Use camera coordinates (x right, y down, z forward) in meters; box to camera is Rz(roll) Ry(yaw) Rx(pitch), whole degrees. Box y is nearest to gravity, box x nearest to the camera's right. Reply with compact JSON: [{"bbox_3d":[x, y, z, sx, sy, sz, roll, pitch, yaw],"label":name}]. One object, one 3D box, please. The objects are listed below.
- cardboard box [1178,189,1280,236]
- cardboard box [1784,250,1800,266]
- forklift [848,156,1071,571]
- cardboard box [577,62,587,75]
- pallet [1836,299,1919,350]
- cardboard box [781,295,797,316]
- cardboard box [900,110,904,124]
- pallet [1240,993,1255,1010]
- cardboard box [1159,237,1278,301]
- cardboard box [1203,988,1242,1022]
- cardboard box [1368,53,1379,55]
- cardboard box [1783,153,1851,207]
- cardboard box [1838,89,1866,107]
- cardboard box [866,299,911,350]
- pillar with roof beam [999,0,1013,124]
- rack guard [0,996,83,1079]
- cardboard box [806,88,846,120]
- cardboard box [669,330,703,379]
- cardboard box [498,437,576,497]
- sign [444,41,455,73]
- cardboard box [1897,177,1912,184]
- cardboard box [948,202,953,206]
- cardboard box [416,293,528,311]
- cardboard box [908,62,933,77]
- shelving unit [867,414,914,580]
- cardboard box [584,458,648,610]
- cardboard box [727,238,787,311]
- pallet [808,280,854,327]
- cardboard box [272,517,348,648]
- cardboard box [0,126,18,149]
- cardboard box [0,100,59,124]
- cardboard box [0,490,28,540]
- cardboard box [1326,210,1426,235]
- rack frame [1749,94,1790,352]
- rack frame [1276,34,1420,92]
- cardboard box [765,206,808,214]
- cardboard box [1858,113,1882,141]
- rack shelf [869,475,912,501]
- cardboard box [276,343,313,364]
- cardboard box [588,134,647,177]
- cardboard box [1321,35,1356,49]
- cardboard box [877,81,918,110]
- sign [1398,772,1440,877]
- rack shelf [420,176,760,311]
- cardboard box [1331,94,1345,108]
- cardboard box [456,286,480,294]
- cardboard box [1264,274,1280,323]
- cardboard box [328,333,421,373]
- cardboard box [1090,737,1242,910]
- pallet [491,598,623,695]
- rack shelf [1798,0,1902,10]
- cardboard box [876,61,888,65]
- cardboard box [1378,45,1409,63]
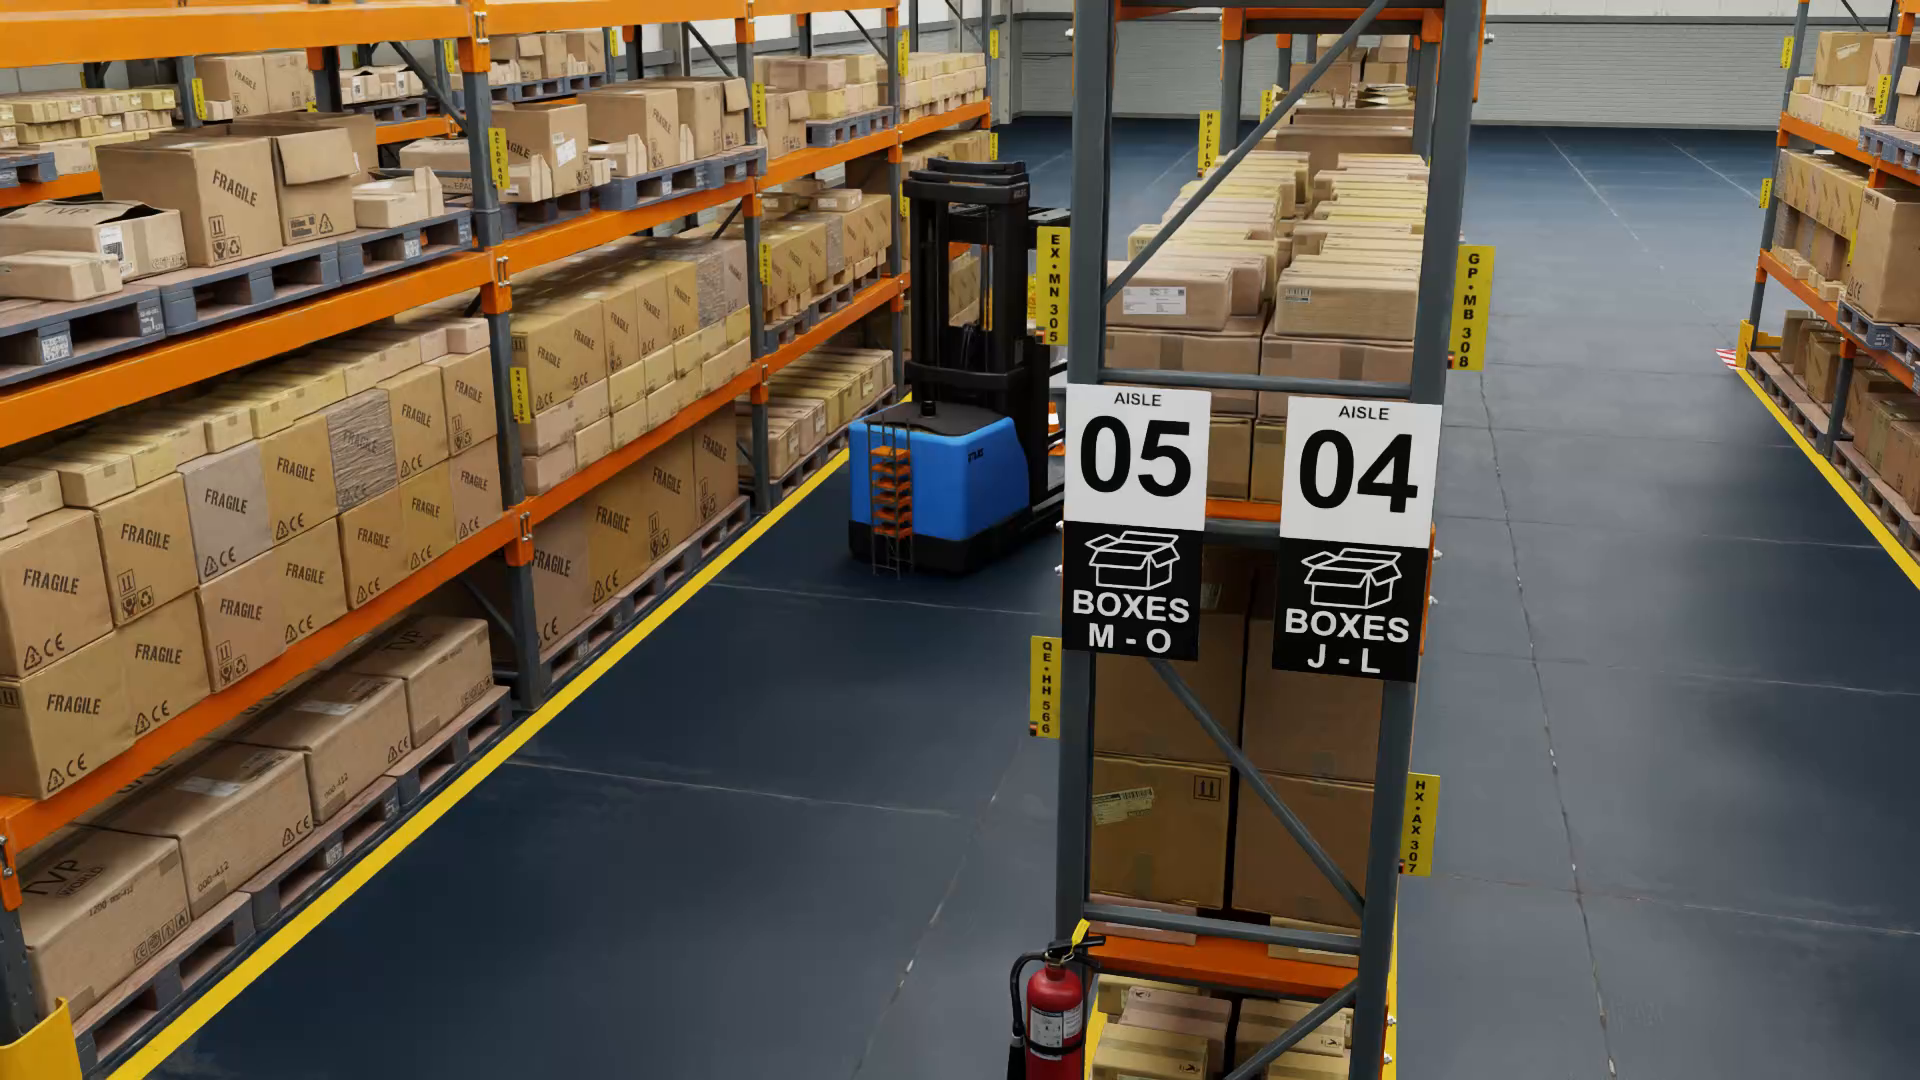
[{"bbox_3d":[1.046,-1.275,6.479,0.380,0.149,0.250,4,19,12],"label":"cardboard box"},{"bbox_3d":[8.990,-2.978,17.656,0.380,0.149,0.250,5,19,13],"label":"cardboard box"},{"bbox_3d":[0.335,-1.580,13.280,1.130,2.935,3.031,11,22,29],"label":"forklift"},{"bbox_3d":[-4.844,-5.838,20.583,0.380,0.149,0.250,4,19,12],"label":"cardboard box"},{"bbox_3d":[8.182,-1.829,14.199,1.003,0.211,1.213,5,19,13],"label":"pallet"},{"bbox_3d":[-1.604,-2.012,14.177,0.380,0.149,0.250,3,19,10],"label":"cardboard box"},{"bbox_3d":[-0.782,-4.311,16.915,0.380,0.149,0.250,4,19,13],"label":"cardboard box"},{"bbox_3d":[1.345,1.852,7.438,1.003,0.211,1.213,5,19,13],"label":"pallet"},{"bbox_3d":[0.807,-0.862,5.270,0.380,0.149,0.250,4,19,12],"label":"cardboard box"},{"bbox_3d":[0.936,1.772,6.659,0.380,0.149,0.250,4,19,13],"label":"cardboard box"},{"bbox_3d":[4.484,-4.913,17.258,0.500,0.250,0.500,5,19,14],"label":"cardboard box"},{"bbox_3d":[8.960,-3.756,17.382,0.500,0.500,0.500,5,19,13],"label":"cardboard box"},{"bbox_3d":[8.626,-4.223,15.887,0.380,0.149,0.250,6,20,16],"label":"cardboard box"},{"bbox_3d":[-0.694,-2.347,17.862,0.500,0.500,0.500,6,20,16],"label":"cardboard box"},{"bbox_3d":[5.524,-16.330,47.076,9.100,9.000,0.400,5,19,13],"label":"pillar with roof beam"},{"bbox_3d":[-4.037,2.021,6.498,1.175,0.500,0.348,5,19,13],"label":"rack guard"},{"bbox_3d":[-1.356,-3.966,15.098,0.500,0.250,0.500,5,19,14],"label":"cardboard box"},{"bbox_3d":[-2.176,-1.348,11.951,0.500,0.250,0.500,4,19,12],"label":"cardboard box"},{"bbox_3d":[-2.691,-0.469,10.153,0.500,0.250,0.500,4,19,12],"label":"cardboard box"},{"bbox_3d":[-5.385,-5.095,17.536,0.100,0.325,0.005,5,19,13],"label":"sign"},{"bbox_3d":[8.987,-3.087,15.423,0.500,0.500,0.500,5,19,13],"label":"cardboard box"},{"bbox_3d":[-0.382,-3.710,18.794,0.500,0.500,0.500,5,19,14],"label":"cardboard box"},{"bbox_3d":[-3.069,-1.266,10.553,0.500,0.500,0.500,5,19,14],"label":"cardboard box"},{"bbox_3d":[-0.496,-5.009,17.728,0.380,0.149,0.250,4,19,12],"label":"cardboard box"},{"bbox_3d":[-0.509,-0.312,12.236,0.258,1.200,0.189,11,24,30],"label":"shelving unit"},{"bbox_3d":[-2.767,-0.101,11.480,0.875,0.875,0.875,5,20,15],"label":"cardboard box"},{"bbox_3d":[-1.742,-2.187,13.684,0.500,0.500,0.500,4,19,12],"label":"cardboard box"},{"bbox_3d":[-1.633,-2.210,15.314,1.003,0.211,1.213,5,19,13],"label":"pallet"},{"bbox_3d":[-3.291,0.178,7.870,0.500,0.500,0.500,5,20,15],"label":"cardboard box"},{"bbox_3d":[-7.059,-2.907,12.001,0.380,0.149,0.250,5,20,15],"label":"cardboard box"},{"bbox_3d":[-7.005,-3.208,12.453,0.380,0.149,0.250,5,19,14],"label":"cardboard box"},{"bbox_3d":[-3.676,-0.086,6.095,0.380,0.149,0.250,5,20,15],"label":"cardboard box"},{"bbox_3d":[1.487,-1.066,5.868,0.380,0.149,0.250,5,20,15],"label":"cardboard box"},{"bbox_3d":[9.487,-3.402,18.507,1.000,3.000,0.127,5,19,13],"label":"rack frame"},{"bbox_3d":[2.748,-4.157,11.435,1.000,3.000,0.127,5,19,13],"label":"rack frame"},{"bbox_3d":[-1.748,-2.882,15.721,0.500,0.500,0.500,5,19,13],"label":"cardboard box"},{"bbox_3d":[8.368,-3.660,14.854,0.500,0.250,0.500,5,20,15],"label":"cardboard box"},{"bbox_3d":[-0.511,-0.383,12.209,0.258,0.103,0.180,11,24,30],"label":"rack shelf"},{"bbox_3d":[-3.572,-0.934,8.577,0.380,0.149,0.250,5,19,13],"label":"cardboard box"},{"bbox_3d":[-2.268,-2.523,10.851,0.396,0.266,0.258,6,20,18],"label":"cardboard box"},{"bbox_3d":[4.125,-5.432,18.160,0.380,0.149,0.250,5,19,14],"label":"cardboard box"},{"bbox_3d":[-0.727,-4.536,16.959,0.500,0.250,0.500,4,19,12],"label":"cardboard box"},{"bbox_3d":[1.319,0.823,4.799,0.100,0.325,0.005,5,19,13],"label":"sign"},{"bbox_3d":[-2.565,-2.129,11.253,1.077,0.370,4.000,5,19,13],"label":"rack shelf"},{"bbox_3d":[2.712,-3.292,12.879,0.500,0.311,0.500,5,19,13],"label":"cardboard box"},{"bbox_3d":[-5.491,-2.819,18.858,0.500,0.250,0.500,4,19,13],"label":"cardboard box"},{"bbox_3d":[0.783,-0.720,5.473,0.500,0.250,0.500,4,19,12],"label":"cardboard box"},{"bbox_3d":[-3.061,-0.978,8.704,0.380,0.149,0.250,5,19,13],"label":"cardboard box"},{"bbox_3d":[0.653,0.840,5.471,0.500,0.500,0.500,5,20,14],"label":"cardboard box"},{"bbox_3d":[-2.939,0.649,10.962,1.003,0.211,1.213,5,19,13],"label":"pallet"},{"bbox_3d":[8.999,-5.272,15.818,1.077,0.370,4.000,5,19,13],"label":"rack shelf"},{"bbox_3d":[-0.982,-5.137,18.102,0.380,0.149,0.250,5,19,14],"label":"cardboard box"},{"bbox_3d":[4.144,-4.583,15.674,0.380,0.149,0.250,5,19,14],"label":"cardboard box"}]
